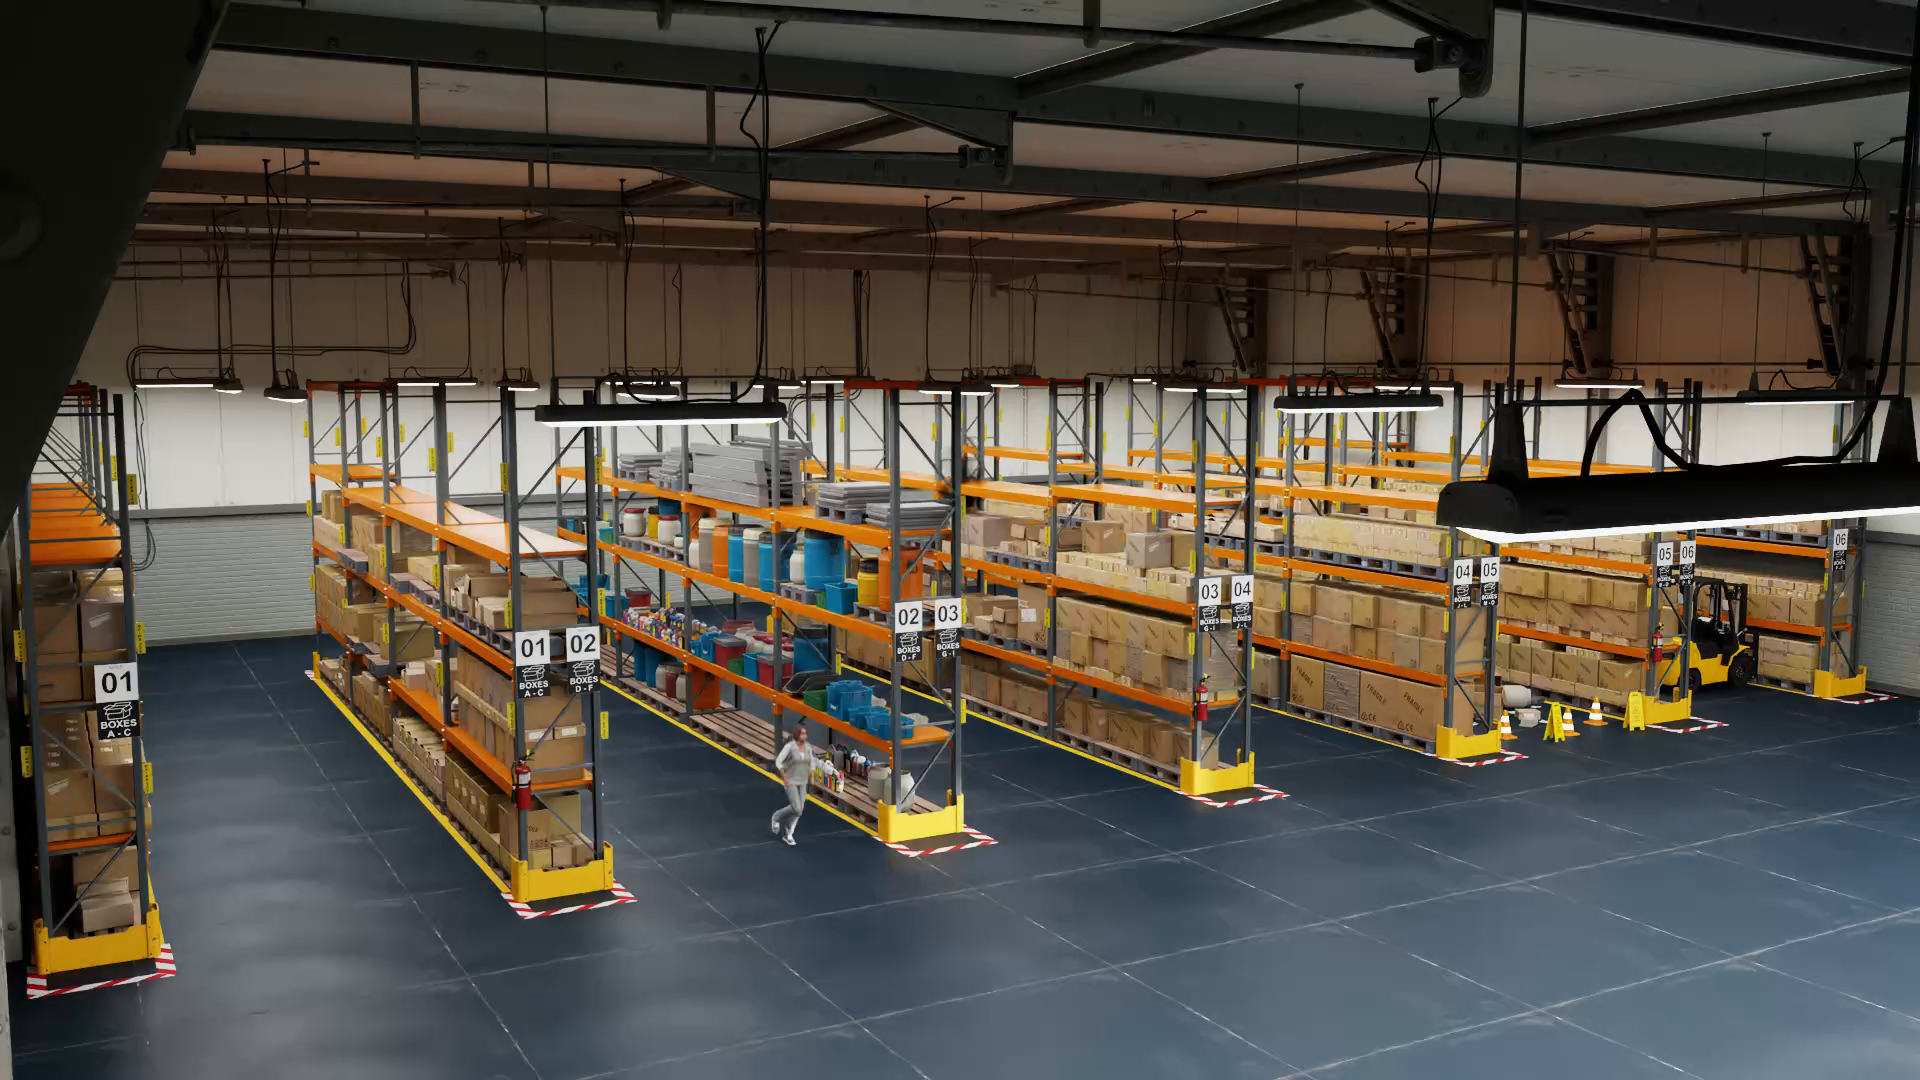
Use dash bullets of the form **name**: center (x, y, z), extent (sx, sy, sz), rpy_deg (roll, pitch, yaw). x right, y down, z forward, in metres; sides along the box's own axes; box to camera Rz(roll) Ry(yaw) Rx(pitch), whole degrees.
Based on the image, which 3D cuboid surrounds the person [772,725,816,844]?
- **person**: center (-2.164, 3.229, 22.068), extent (0.555, 1.553, 0.534), rpy_deg (-5, 8, -39)
